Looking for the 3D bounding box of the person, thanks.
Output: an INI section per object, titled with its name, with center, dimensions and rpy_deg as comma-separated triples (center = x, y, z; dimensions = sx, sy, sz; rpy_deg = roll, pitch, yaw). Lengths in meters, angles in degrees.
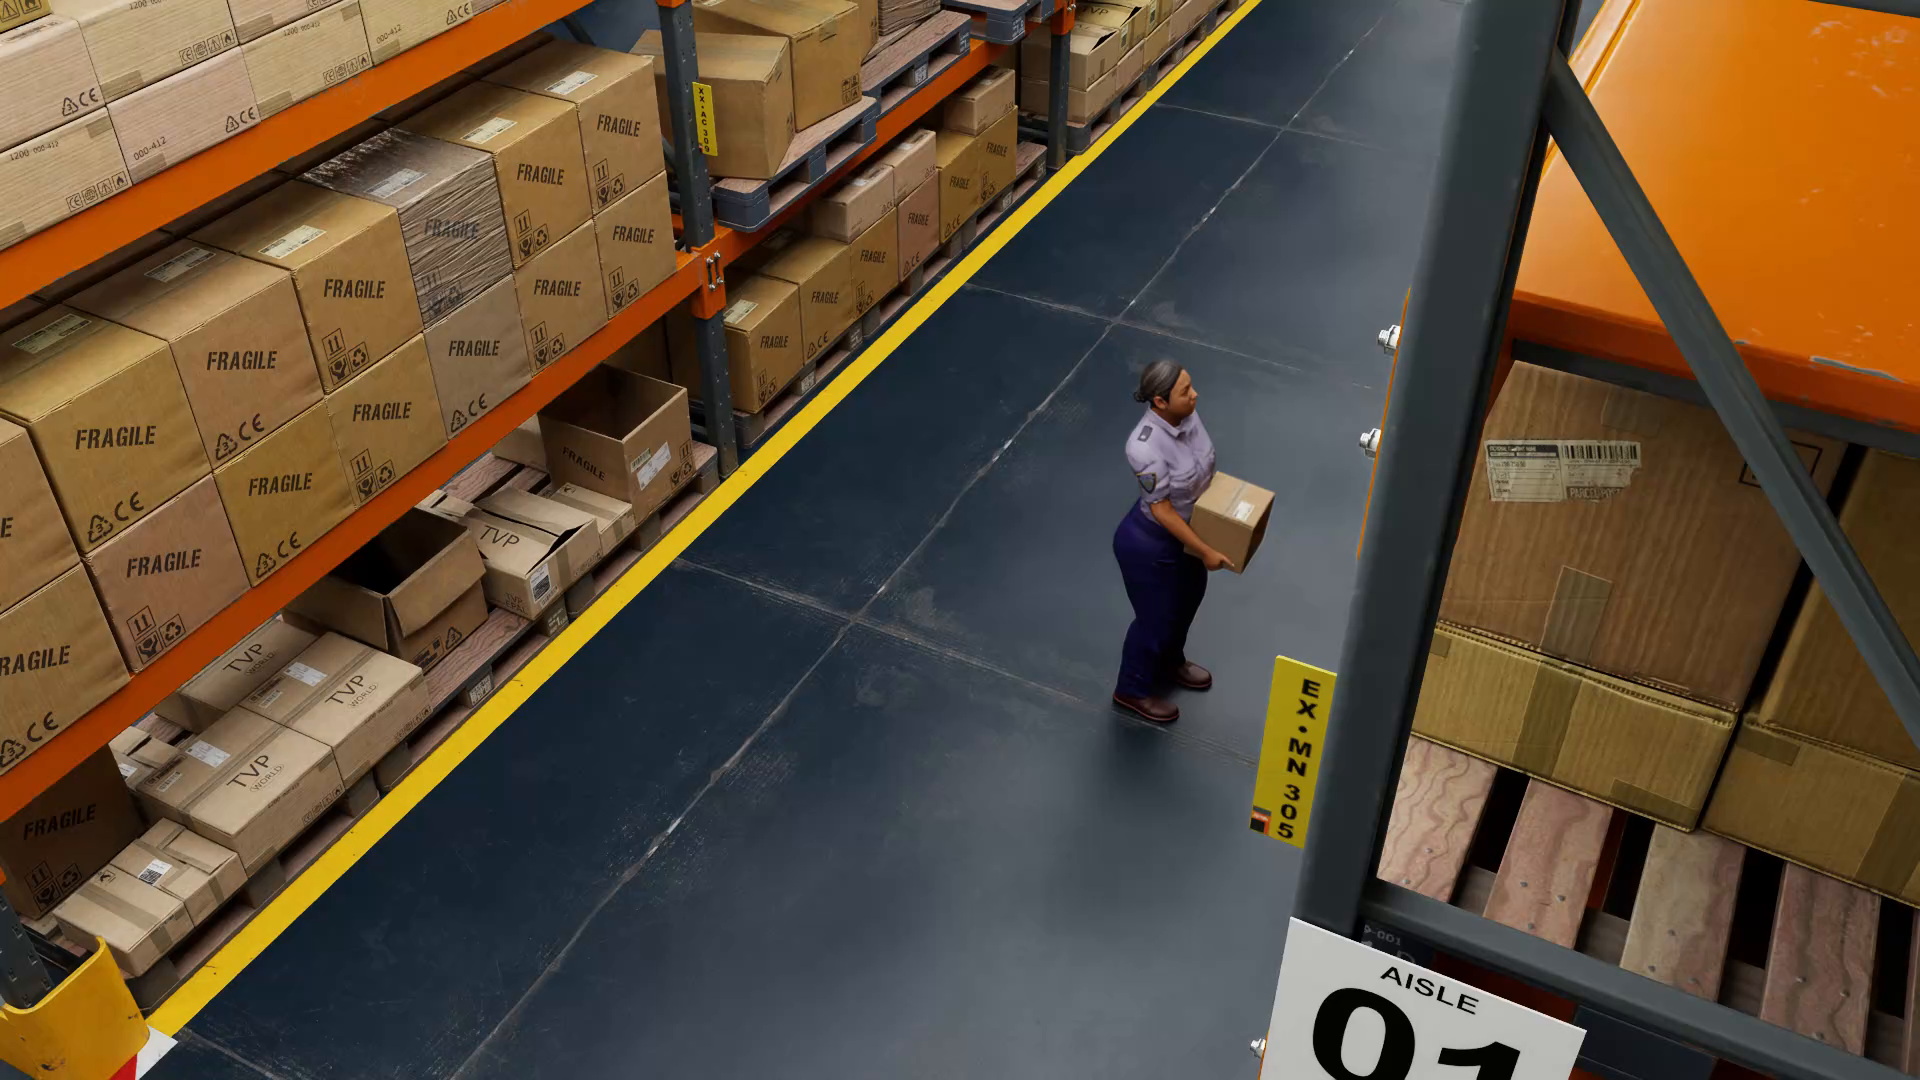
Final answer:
[person]
center = 0.908, 0.013, 6.753
dimensions = 0.522, 1.634, 0.452
rpy_deg = 18, 42, 21
